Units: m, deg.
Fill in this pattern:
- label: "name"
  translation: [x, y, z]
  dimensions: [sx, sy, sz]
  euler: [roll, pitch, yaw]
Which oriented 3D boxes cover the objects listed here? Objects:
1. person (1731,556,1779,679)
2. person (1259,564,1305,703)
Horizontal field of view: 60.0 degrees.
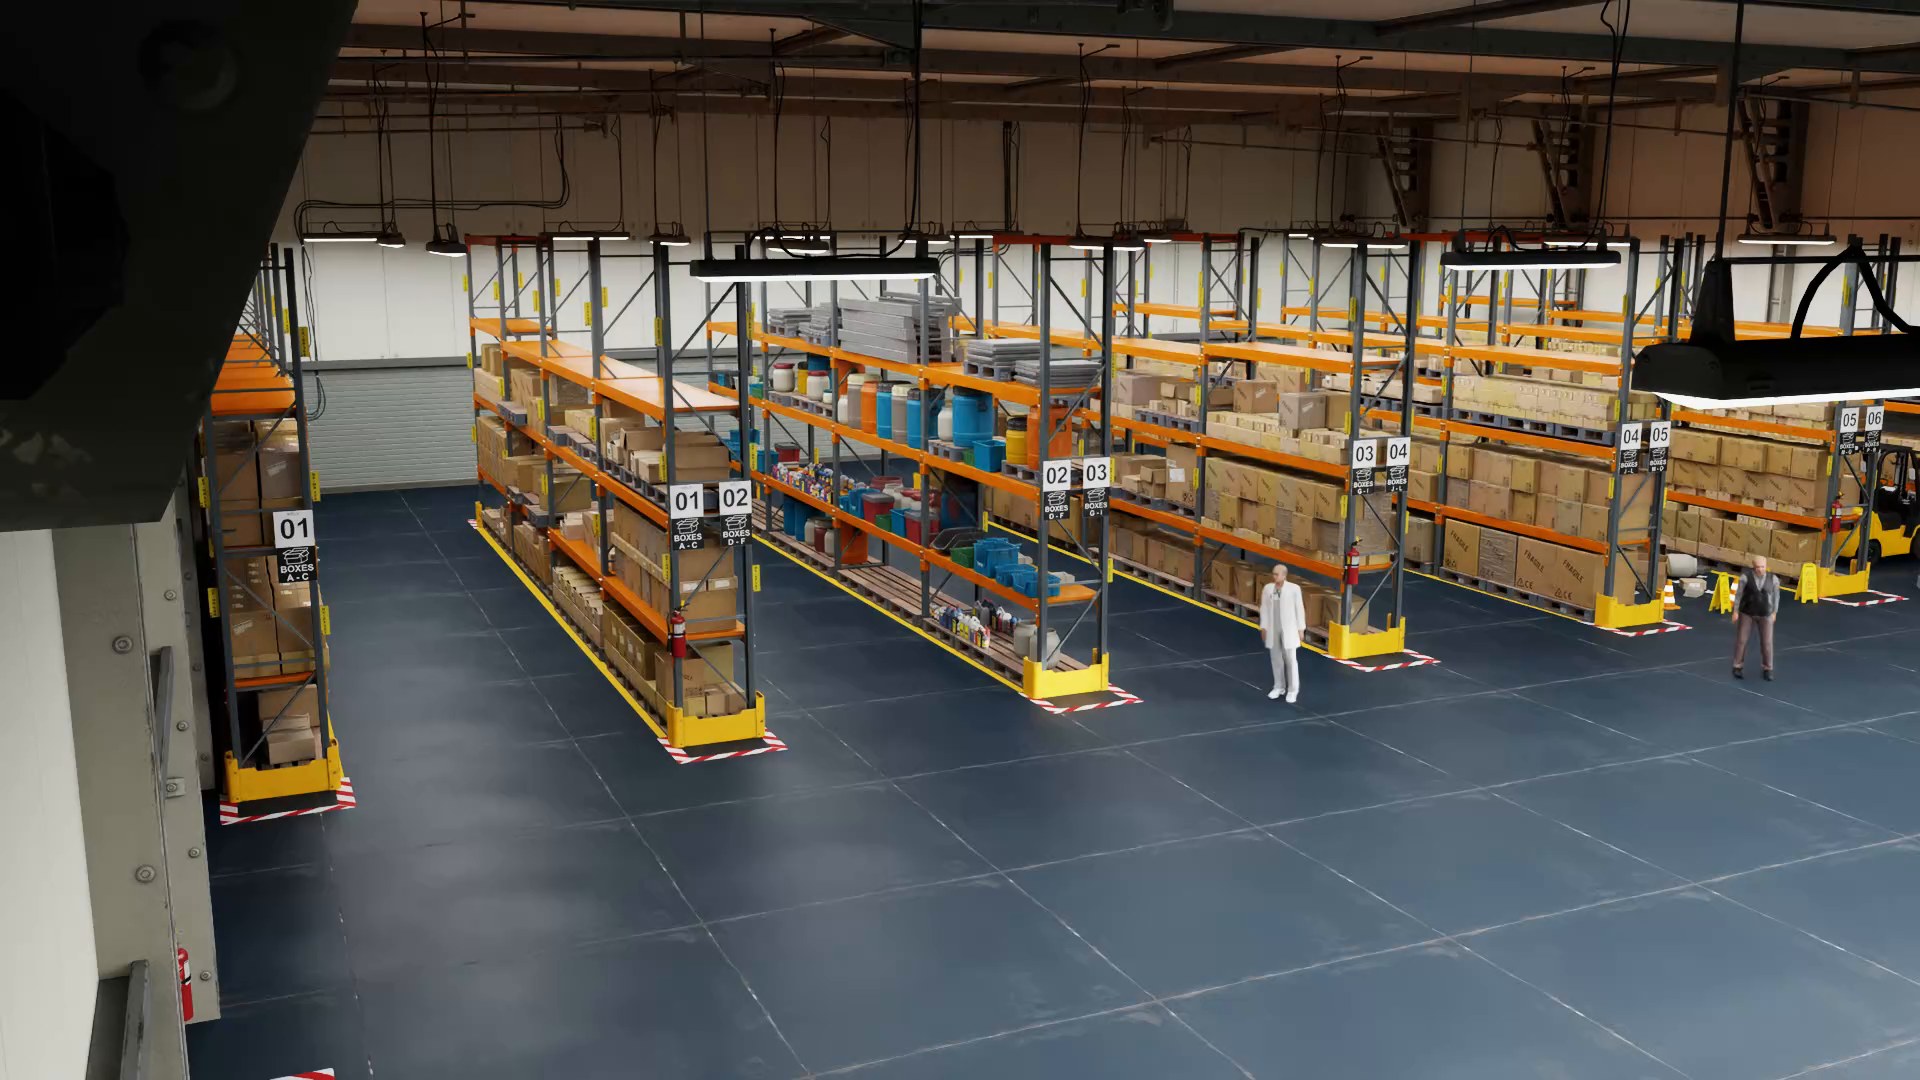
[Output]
- label: "person"
  translation: [11.059, 1.061, 23.128]
  dimensions: [0.586, 1.718, 0.420]
  euler: [3, 11, 17]
- label: "person"
  translation: [4.265, 1.236, 22.159]
  dimensions: [0.635, 1.827, 0.393]
  euler: [7, 13, 32]
